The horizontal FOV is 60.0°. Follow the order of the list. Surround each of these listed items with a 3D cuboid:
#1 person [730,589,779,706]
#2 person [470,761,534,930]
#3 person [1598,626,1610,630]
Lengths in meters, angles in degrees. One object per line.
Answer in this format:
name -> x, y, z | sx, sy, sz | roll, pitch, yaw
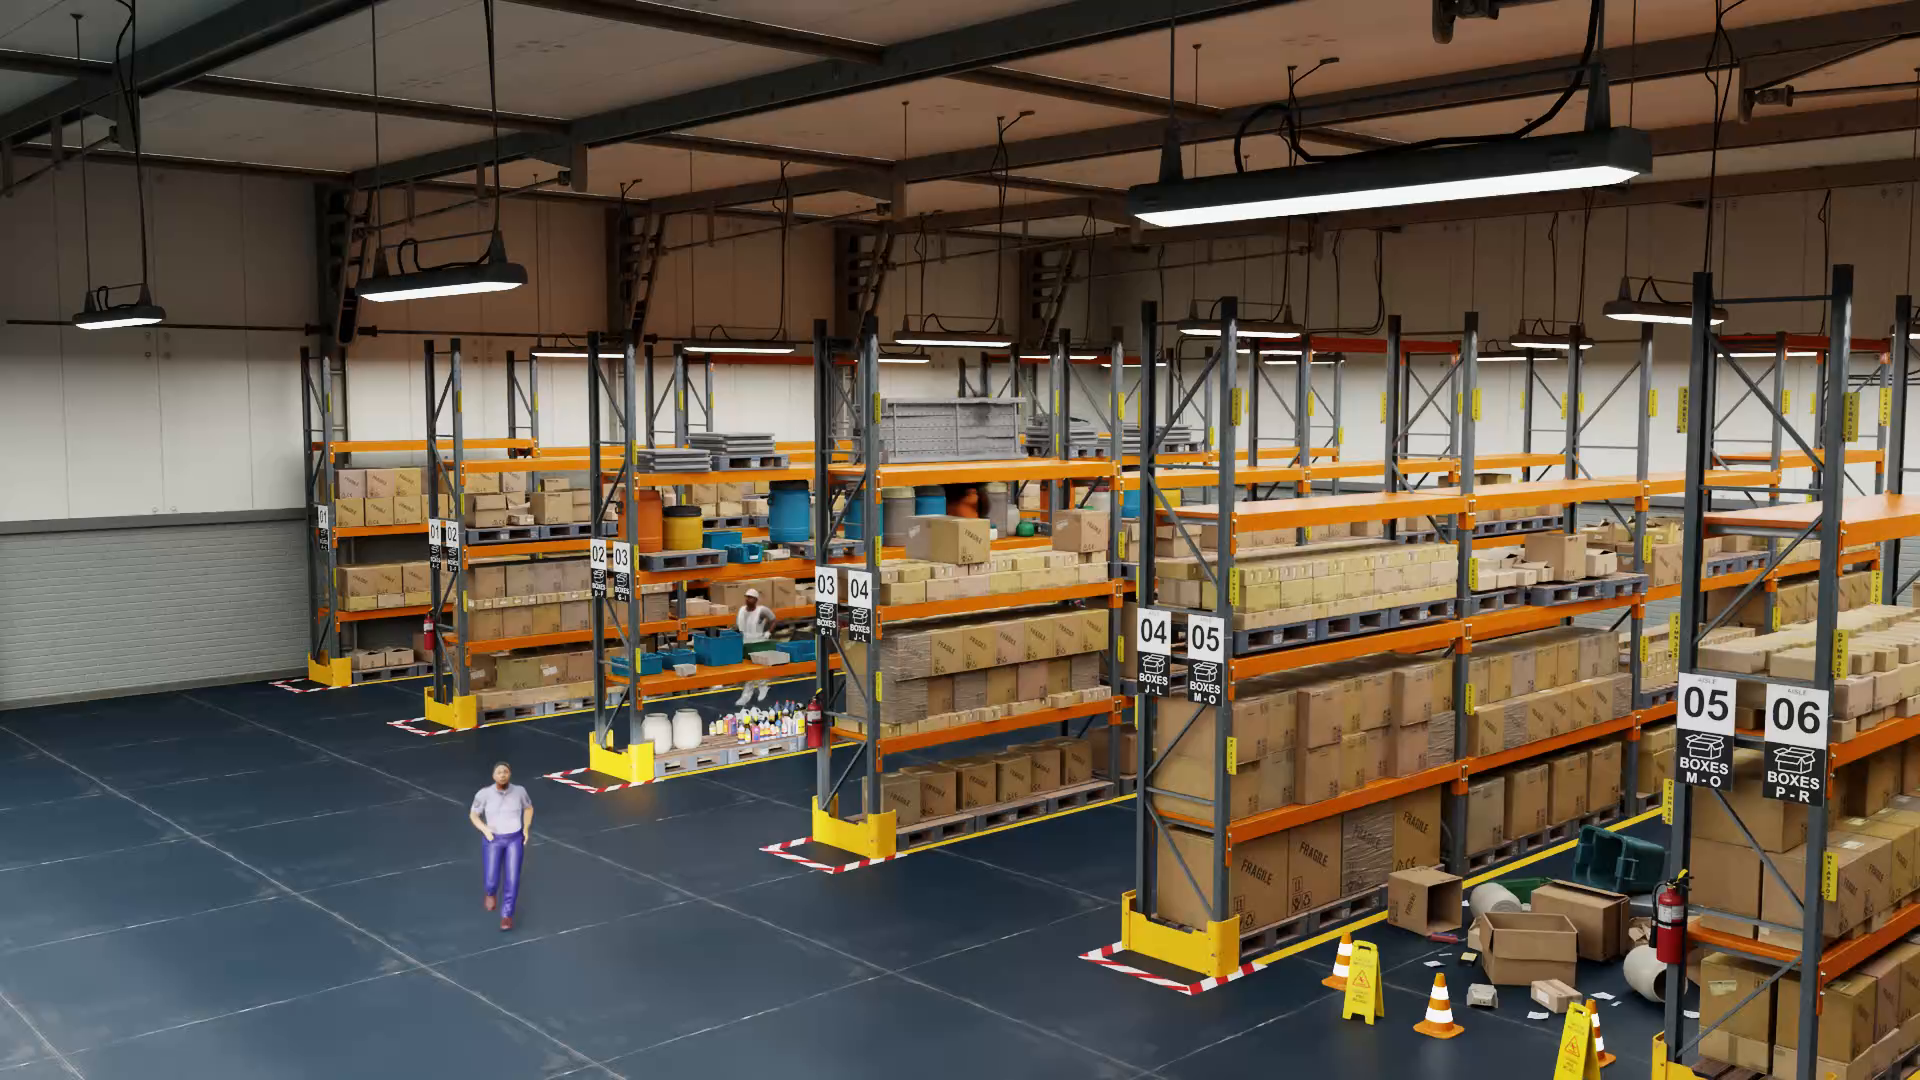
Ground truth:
person -> -3.283, 1.674, 26.146 | 0.684, 1.821, 0.911 | 3, 6, 31
person -> -4.451, 2.943, 16.206 | 0.607, 1.603, 0.608 | -2, 5, -22
person -> 9.401, 2.199, 24.363 | 0.783, 1.734, 0.670 | -4, 7, -41
